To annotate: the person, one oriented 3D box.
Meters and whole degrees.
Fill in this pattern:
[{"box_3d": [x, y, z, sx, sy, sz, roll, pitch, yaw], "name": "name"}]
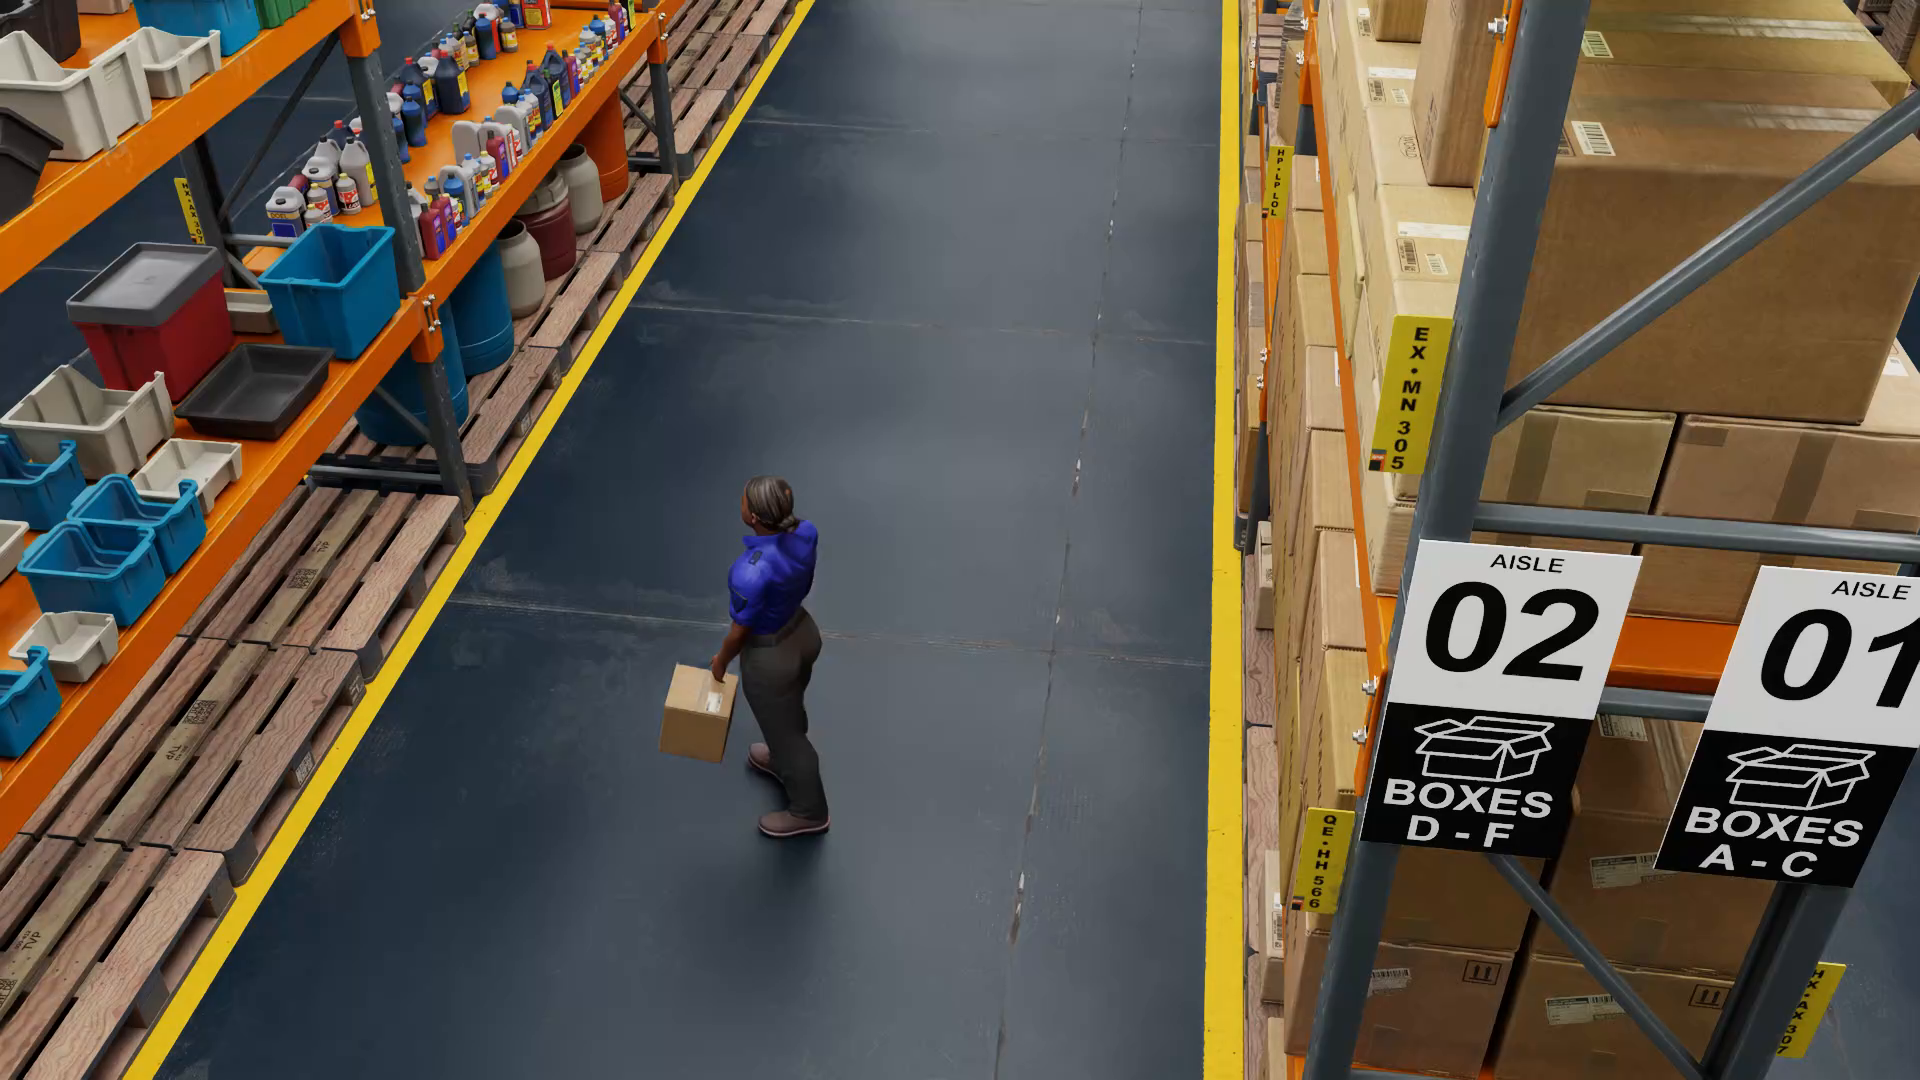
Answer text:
[{"box_3d": [-0.747, 0.418, 6.469, 0.547, 1.656, 0.518, 19, 40, 23], "name": "person"}]
